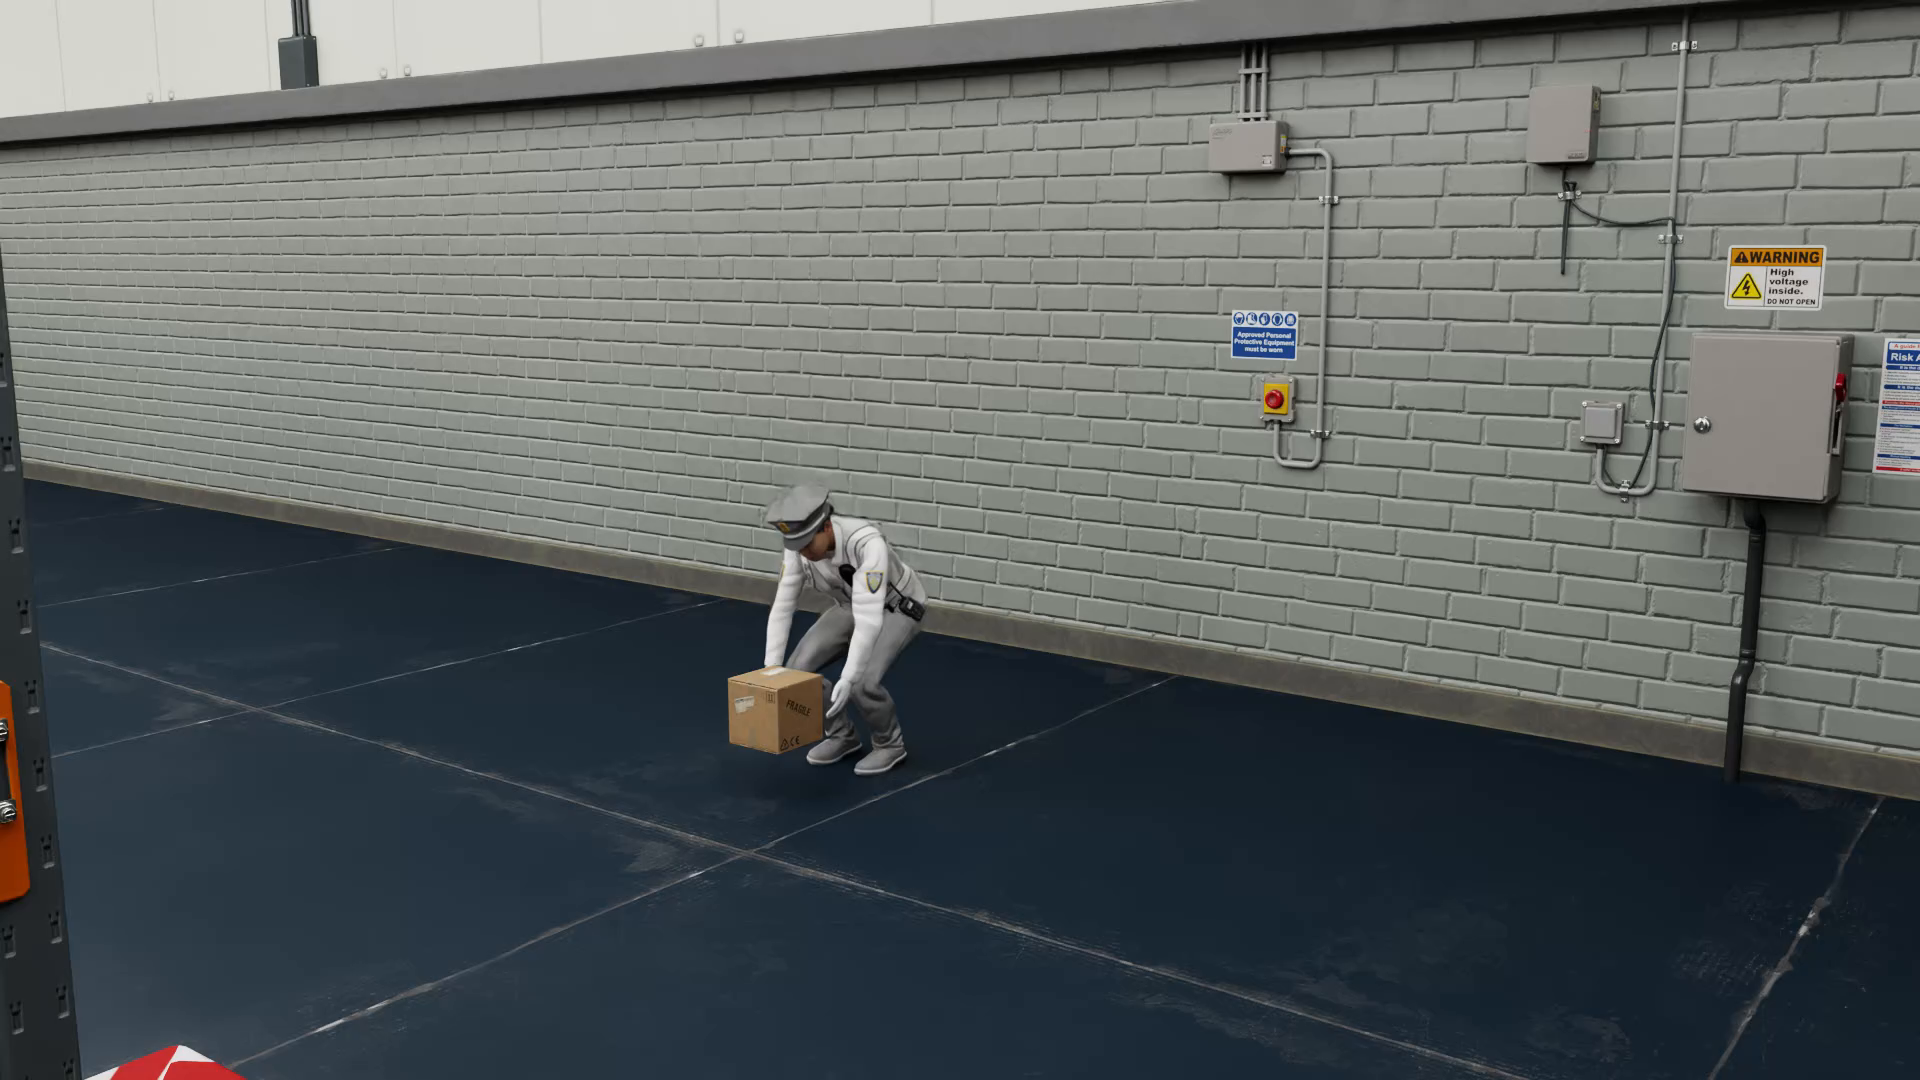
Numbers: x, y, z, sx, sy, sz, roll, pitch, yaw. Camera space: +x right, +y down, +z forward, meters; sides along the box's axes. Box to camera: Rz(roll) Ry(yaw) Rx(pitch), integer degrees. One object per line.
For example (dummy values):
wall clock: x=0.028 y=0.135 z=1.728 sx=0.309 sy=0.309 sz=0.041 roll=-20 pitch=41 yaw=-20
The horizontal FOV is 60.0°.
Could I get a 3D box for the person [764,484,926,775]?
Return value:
person: x=-0.439 y=0.337 z=6.444 sx=0.520 sy=1.163 sz=0.789 roll=7 pitch=12 yaw=36
